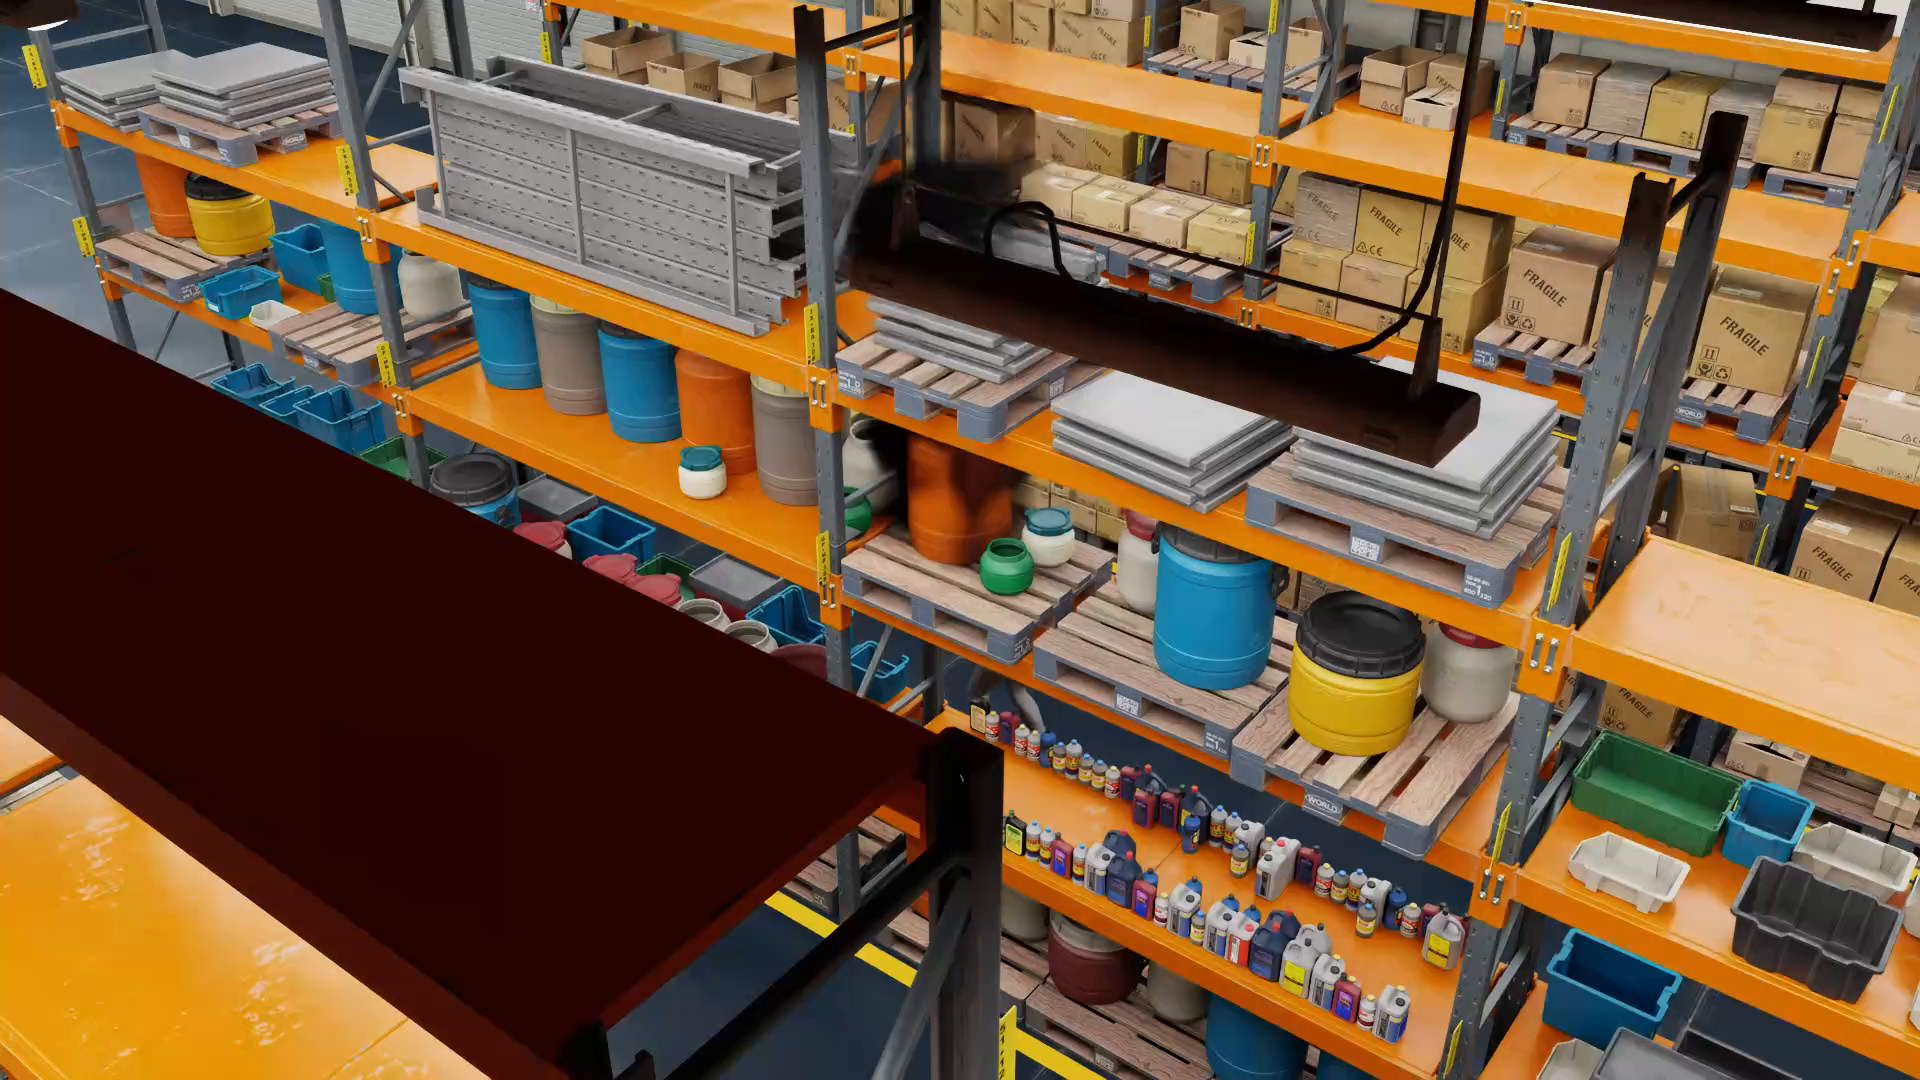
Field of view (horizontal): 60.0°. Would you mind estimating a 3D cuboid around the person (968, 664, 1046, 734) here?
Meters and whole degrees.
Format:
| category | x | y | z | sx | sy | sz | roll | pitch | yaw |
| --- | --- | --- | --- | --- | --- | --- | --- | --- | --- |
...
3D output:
| category | x | y | z | sx | sy | sz | roll | pitch | yaw |
| --- | --- | --- | --- | --- | --- | --- | --- | --- | --- |
| person | 0.337 | 0.868 | 12.208 | 0.775 | 1.740 | 0.564 | 21 | 37 | 31 |
